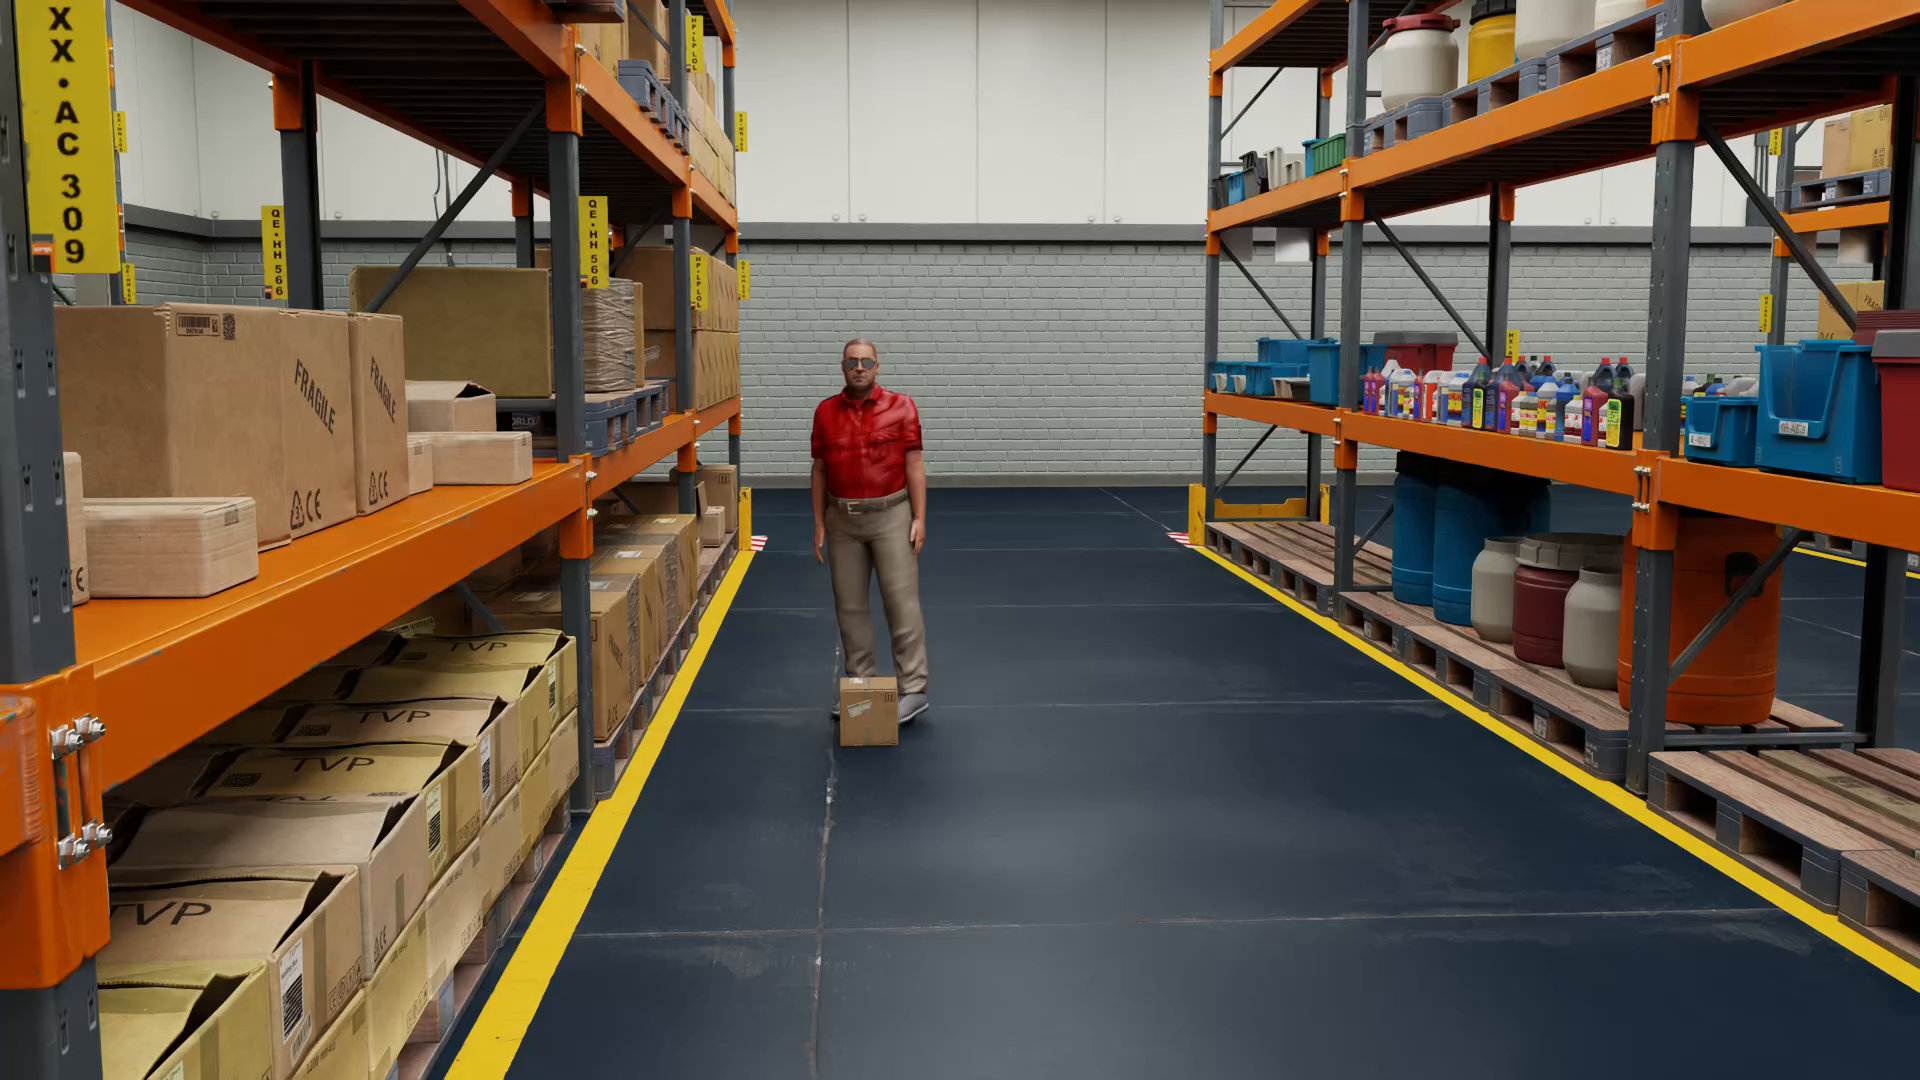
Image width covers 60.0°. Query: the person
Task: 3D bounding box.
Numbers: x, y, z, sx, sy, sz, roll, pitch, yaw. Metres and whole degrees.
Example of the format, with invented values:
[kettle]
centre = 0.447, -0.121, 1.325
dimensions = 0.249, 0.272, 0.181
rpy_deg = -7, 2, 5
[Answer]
[person]
centre = -0.437, -0.051, 7.619
dimensions = 0.580, 1.737, 0.486
rpy_deg = 2, 7, 13
